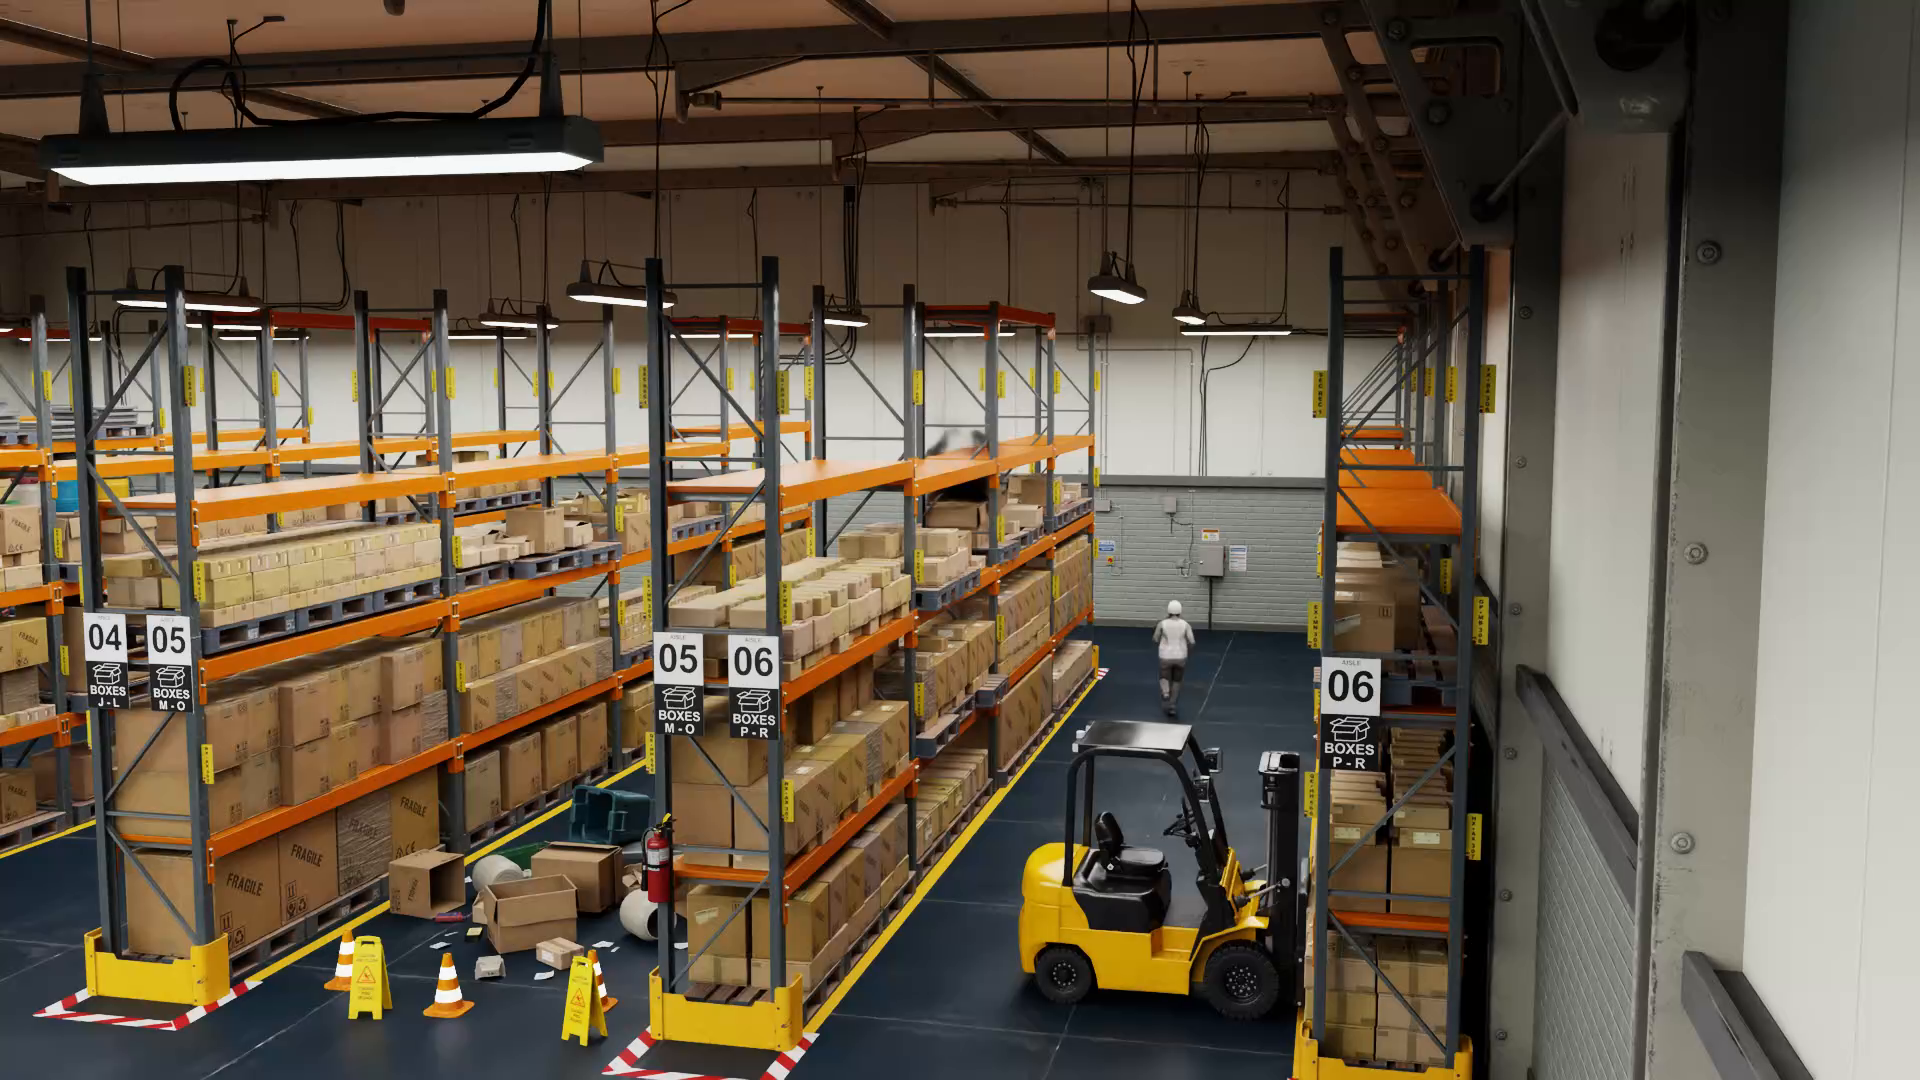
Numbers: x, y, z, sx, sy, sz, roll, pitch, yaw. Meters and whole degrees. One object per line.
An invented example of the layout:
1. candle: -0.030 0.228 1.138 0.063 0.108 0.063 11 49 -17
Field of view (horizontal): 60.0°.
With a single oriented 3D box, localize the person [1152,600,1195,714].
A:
1. person: 3.219 1.768 25.098 0.644 1.727 0.580 1 6 6
